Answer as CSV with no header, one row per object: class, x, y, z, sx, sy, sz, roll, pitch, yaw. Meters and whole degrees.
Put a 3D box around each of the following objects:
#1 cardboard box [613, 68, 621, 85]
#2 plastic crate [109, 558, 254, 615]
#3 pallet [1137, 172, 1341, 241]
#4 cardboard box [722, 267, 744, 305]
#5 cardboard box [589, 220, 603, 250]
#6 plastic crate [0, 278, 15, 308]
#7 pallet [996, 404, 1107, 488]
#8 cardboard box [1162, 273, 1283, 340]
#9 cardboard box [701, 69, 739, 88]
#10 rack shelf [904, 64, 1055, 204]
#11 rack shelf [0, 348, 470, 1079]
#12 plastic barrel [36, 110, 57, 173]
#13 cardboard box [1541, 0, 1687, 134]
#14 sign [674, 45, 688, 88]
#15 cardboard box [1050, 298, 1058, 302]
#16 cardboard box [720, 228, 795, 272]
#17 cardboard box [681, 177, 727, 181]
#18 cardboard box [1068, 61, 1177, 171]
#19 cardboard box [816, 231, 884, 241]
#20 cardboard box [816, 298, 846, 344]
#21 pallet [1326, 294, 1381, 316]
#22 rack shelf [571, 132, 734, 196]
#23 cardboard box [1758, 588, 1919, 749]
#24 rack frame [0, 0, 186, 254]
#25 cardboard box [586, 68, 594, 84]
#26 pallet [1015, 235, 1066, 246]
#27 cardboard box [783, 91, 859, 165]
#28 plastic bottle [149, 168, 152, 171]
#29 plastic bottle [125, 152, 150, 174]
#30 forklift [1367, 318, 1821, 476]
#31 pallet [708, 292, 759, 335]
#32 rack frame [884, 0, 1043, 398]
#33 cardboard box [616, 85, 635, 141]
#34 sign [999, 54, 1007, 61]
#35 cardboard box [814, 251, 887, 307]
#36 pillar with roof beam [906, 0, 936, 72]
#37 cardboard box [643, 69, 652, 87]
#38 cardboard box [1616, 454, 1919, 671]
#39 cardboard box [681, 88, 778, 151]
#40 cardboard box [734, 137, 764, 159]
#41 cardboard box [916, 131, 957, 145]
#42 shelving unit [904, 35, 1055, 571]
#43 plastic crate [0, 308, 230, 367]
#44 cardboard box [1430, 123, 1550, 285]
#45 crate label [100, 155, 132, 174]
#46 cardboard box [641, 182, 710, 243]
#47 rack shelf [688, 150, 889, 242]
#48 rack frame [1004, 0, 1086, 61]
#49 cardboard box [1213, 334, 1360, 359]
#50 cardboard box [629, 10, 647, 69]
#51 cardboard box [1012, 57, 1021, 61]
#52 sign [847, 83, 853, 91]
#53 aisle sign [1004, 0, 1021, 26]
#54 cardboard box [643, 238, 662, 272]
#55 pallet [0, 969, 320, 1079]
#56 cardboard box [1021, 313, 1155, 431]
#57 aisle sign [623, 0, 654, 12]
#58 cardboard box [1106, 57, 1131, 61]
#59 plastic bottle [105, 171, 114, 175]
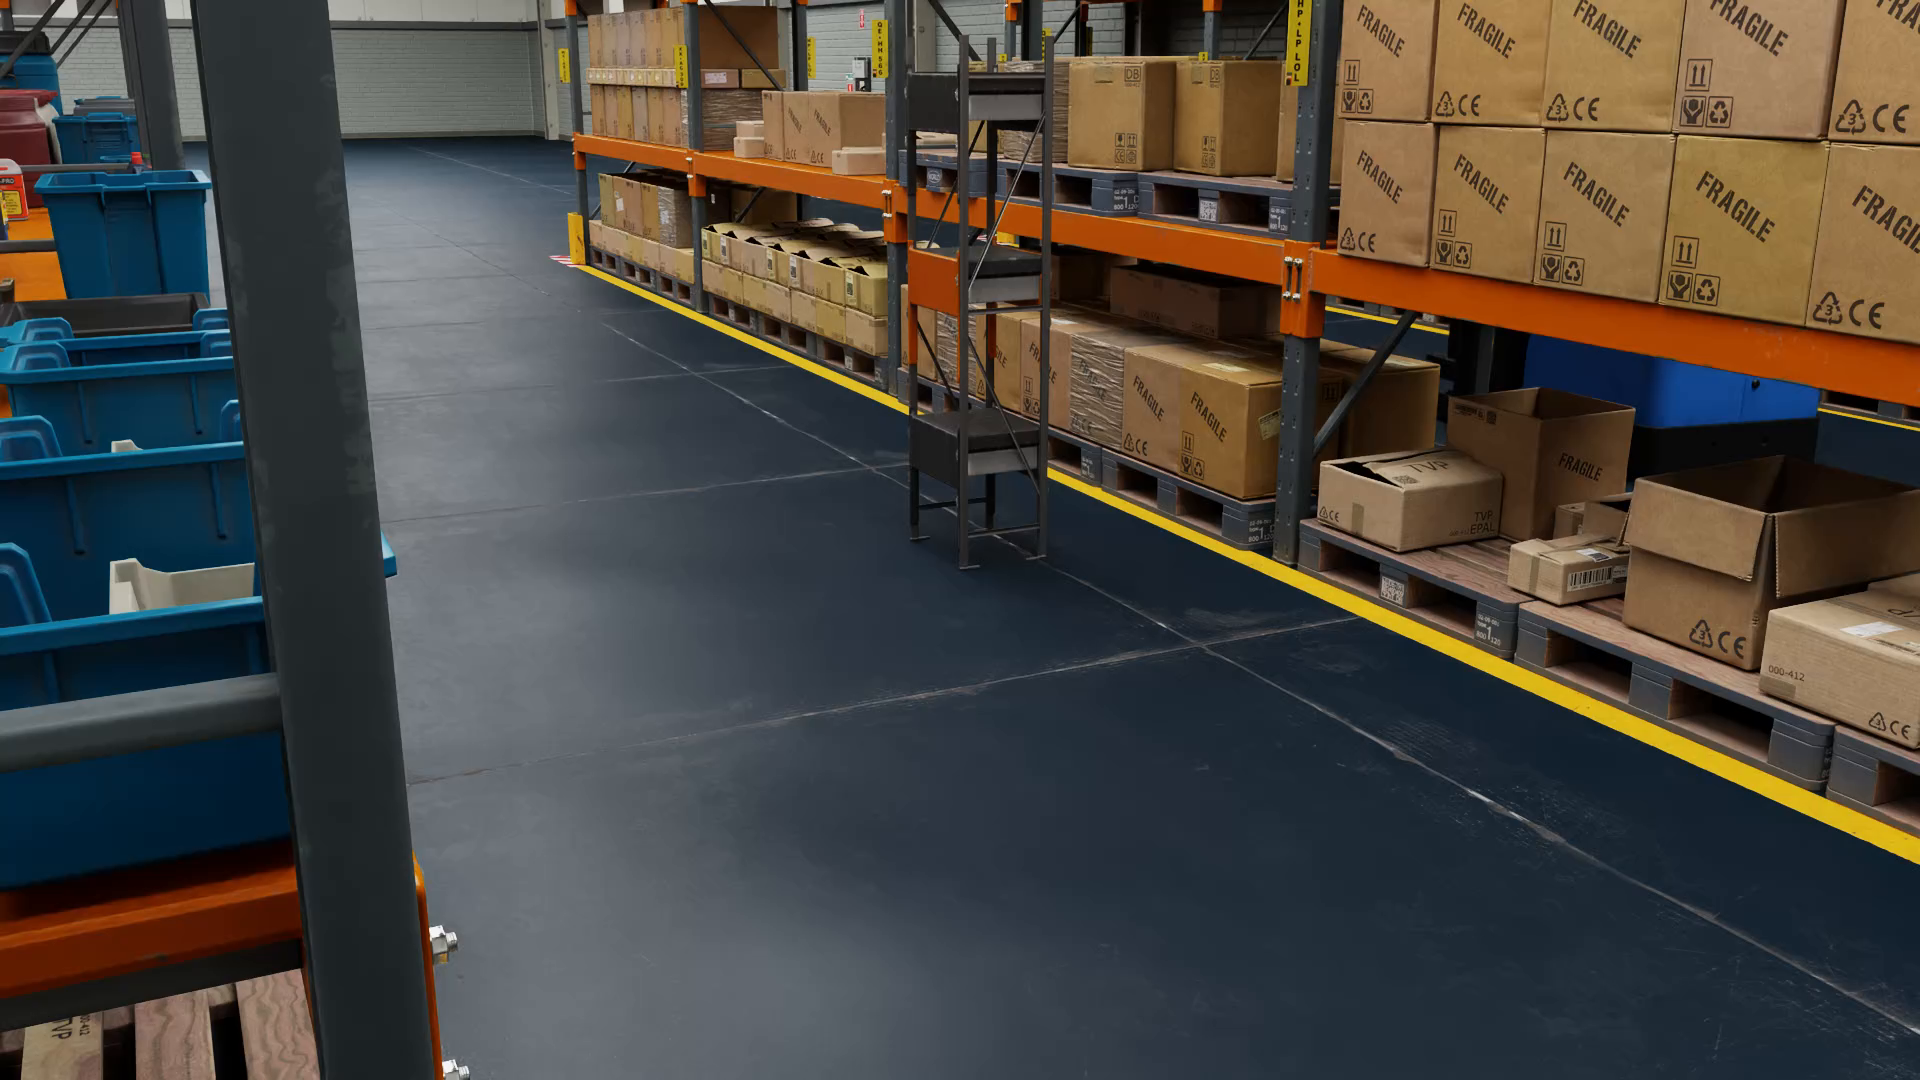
cardboard box,-3.044,-4.359,15.646,0.380,0.149,0.250,-8,18,-27
plastic crate,-0.799,0.094,1.855,0.250,0.136,0.298,-8,18,-25
pallet,1.529,-1.522,7.464,1.003,0.211,1.213,-8,18,-25
cardboard box,-1.547,-2.010,13.040,0.500,0.250,0.500,-7,18,-24
cardboard box,-3.441,-3.099,16.834,0.500,0.250,0.500,-8,18,-25
plastic crate,-2.598,-0.575,4.184,0.396,0.136,0.243,-8,18,-25
pallet,0.852,-0.563,8.828,1.003,0.211,1.213,-8,18,-25
cardboard box,1.350,-1.171,8.267,0.500,0.250,0.500,-8,18,-25
cardboard box,-2.035,-3.788,13.655,0.380,0.149,0.250,-8,18,-25
rack shelf,0.072,-1.628,6.629,0.431,0.518,0.480,-8,18,-25
rack shelf,-1.797,0.036,2.990,1.077,0.370,4.000,-8,18,-25
plastic barrel,-5.068,-2.080,8.858,0.421,0.512,0.421,0,16,0
cardboard box,2.186,-1.525,5.134,0.500,0.500,0.500,-8,18,-27
sign,-2.222,-3.773,13.248,0.100,0.325,0.005,-8,18,-25
cardboard box,0.649,-1.201,9.732,0.500,0.500,0.500,-7,17,-23
cardboard box,-1.552,-2.279,12.961,0.500,0.311,0.500,-8,18,-26
cardboard box,-2.304,-3.152,15.659,0.500,0.500,0.500,-8,18,-25
cardboard box,0.952,-2.083,8.130,0.700,0.500,0.500,-13,21,-39
cardboard box,-0.838,-2.218,12.749,0.500,0.311,0.500,-8,18,-25
cardboard box,-0.650,-1.503,11.275,0.500,0.250,0.500,-8,18,-26
pallet,3.609,-2.150,14.360,1.003,0.211,1.213,-8,18,-25
rack shelf,-2.600,-3.537,15.441,1.077,0.370,4.000,-8,18,-25
cardboard box,2.685,0.355,4.763,0.500,0.250,0.500,-8,18,-25
rack frame,-2.673,-0.805,4.619,1.000,3.000,0.127,-8,18,-25
cardboard box,-3.498,-4.615,16.537,0.380,0.149,0.250,-8,18,-25
pallet,1.333,-3.413,18.761,1.003,0.211,1.213,-8,18,-25
cardboard box,-0.952,-2.987,12.042,0.500,0.500,0.500,-8,18,-25
plastic bottle,-3.364,-1.409,6.934,0.061,0.283,0.133,-8,18,-25
plastic bottle,-3.332,-1.397,6.769,0.144,0.351,0.185,-8,18,-25
forklift,3.393,-2.081,9.189,1.130,2.935,3.031,-5,17,-15
pallet,-1.366,-1.868,13.378,1.003,0.211,1.213,-8,18,-25
rack frame,0.029,-2.395,10.157,1.000,3.000,0.127,-8,18,-25
cardboard box,-2.836,-4.056,15.764,0.700,0.500,0.500,-8,18,-25
sign,0.488,-5.328,18.811,0.100,0.325,0.005,-8,18,-25
cardboard box,-0.656,-1.773,11.197,0.500,0.311,0.500,-8,18,-26
pillar with roof beam,-4.439,-8.760,21.463,9.100,9.000,0.400,-8,18,-25
cardboard box,-2.590,-4.103,14.753,0.380,0.149,0.250,-7,17,-23
cardboard box,2.609,0.051,5.364,0.797,0.503,0.637,-8,18,-25
cardboard box,-1.924,-3.544,13.981,0.700,0.500,0.500,-8,18,-26
cardboard box,-1.519,-3.021,12.797,0.380,0.149,0.250,-8,18,-25
cardboard box,-0.091,-2.447,10.502,0.500,0.311,0.500,-6,17,-21
shelving unit,0.072,-0.968,6.818,0.431,2.100,0.503,-8,18,-25
plastic crate,-1.441,-0.264,2.926,0.416,0.233,0.300,-8,18,-25
cardboard box,1.987,-1.165,5.691,0.500,0.500,0.500,-7,18,-24
crate label,-4.273,-1.866,8.620,0.303,0.233,0.416,-8,18,-25
cardboard box,-2.554,-2.965,15.008,0.500,0.500,0.500,-8,18,-25
rack shelf,-0.847,-2.545,11.985,1.077,0.370,4.000,-8,18,-25
rack frame,0.975,-4.978,19.159,1.000,3.000,0.127,-8,18,-25
cardboard box,1.545,-0.693,7.962,0.500,0.500,0.500,-7,18,-24
cardboard box,-2.583,-4.541,15.103,0.700,0.500,0.500,-8,18,-25
cardboard box,0.914,-5.121,18.535,0.500,0.500,0.500,-8,18,-25
sign,-1.767,-7.181,26.770,0.001,0.329,0.234,-8,18,-25
aisle sign,0.674,-6.209,18.736,0.394,0.787,0.004,-8,18,-25
cardboard box,-2.566,-2.603,15.106,0.500,0.250,0.500,-8,18,-25
pallet,-1.778,1.016,3.329,1.003,0.211,1.213,-8,18,-25
cardboard box,0.654,-0.874,8.594,0.500,0.500,0.500,-8,18,-27
aisle sign,-3.241,-5.680,16.892,0.394,0.787,0.004,-8,18,-25
cardboard box,1.808,-4.613,16.764,0.500,0.500,0.500,-8,18,-26
plastic bottle,-3.413,-1.346,6.713,0.061,0.283,0.133,-8,18,-25
